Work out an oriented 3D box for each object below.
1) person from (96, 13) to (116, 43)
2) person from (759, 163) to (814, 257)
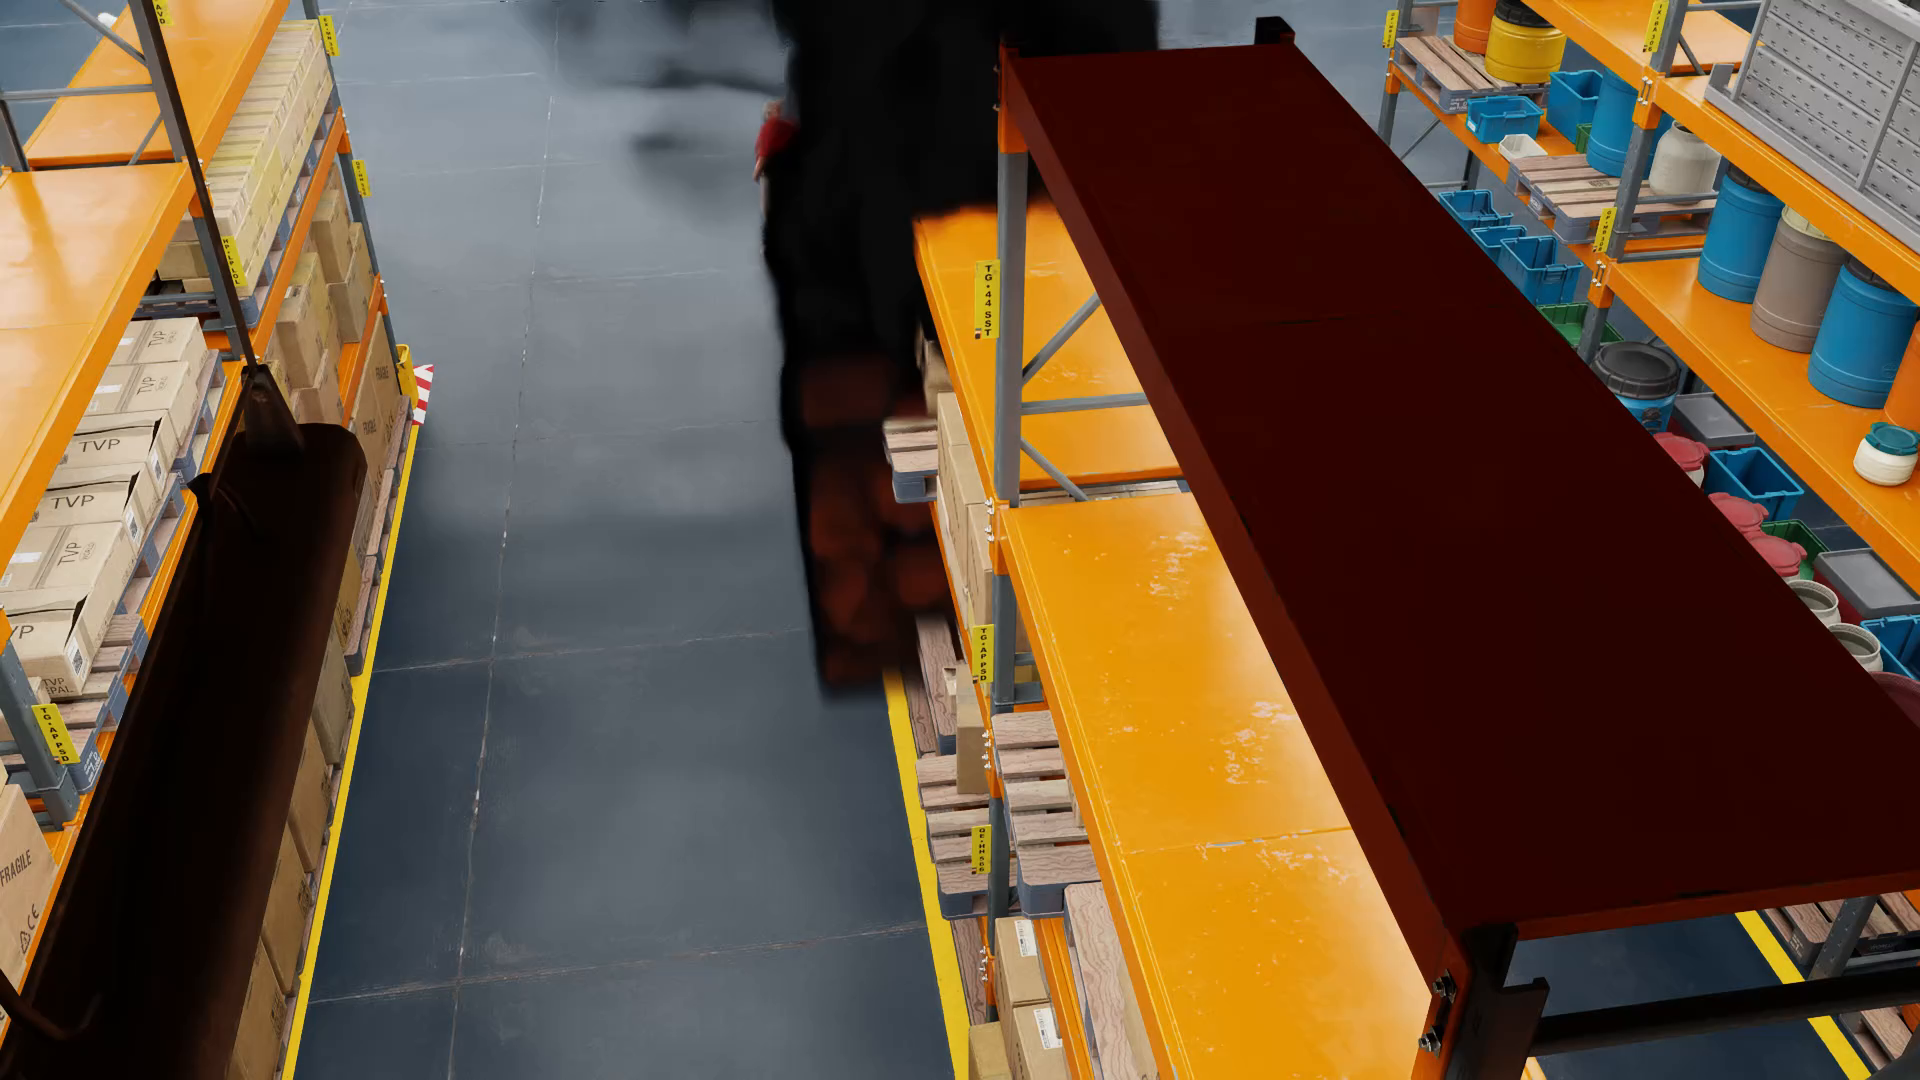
[{"bbox_3d":[-9.440,-5.079,18.842,0.901,1.797,0.448,18,40,23],"label":"person"},{"bbox_3d":[-1.811,-3.356,17.147,0.780,1.057,0.410,23,42,28],"label":"person"}]
